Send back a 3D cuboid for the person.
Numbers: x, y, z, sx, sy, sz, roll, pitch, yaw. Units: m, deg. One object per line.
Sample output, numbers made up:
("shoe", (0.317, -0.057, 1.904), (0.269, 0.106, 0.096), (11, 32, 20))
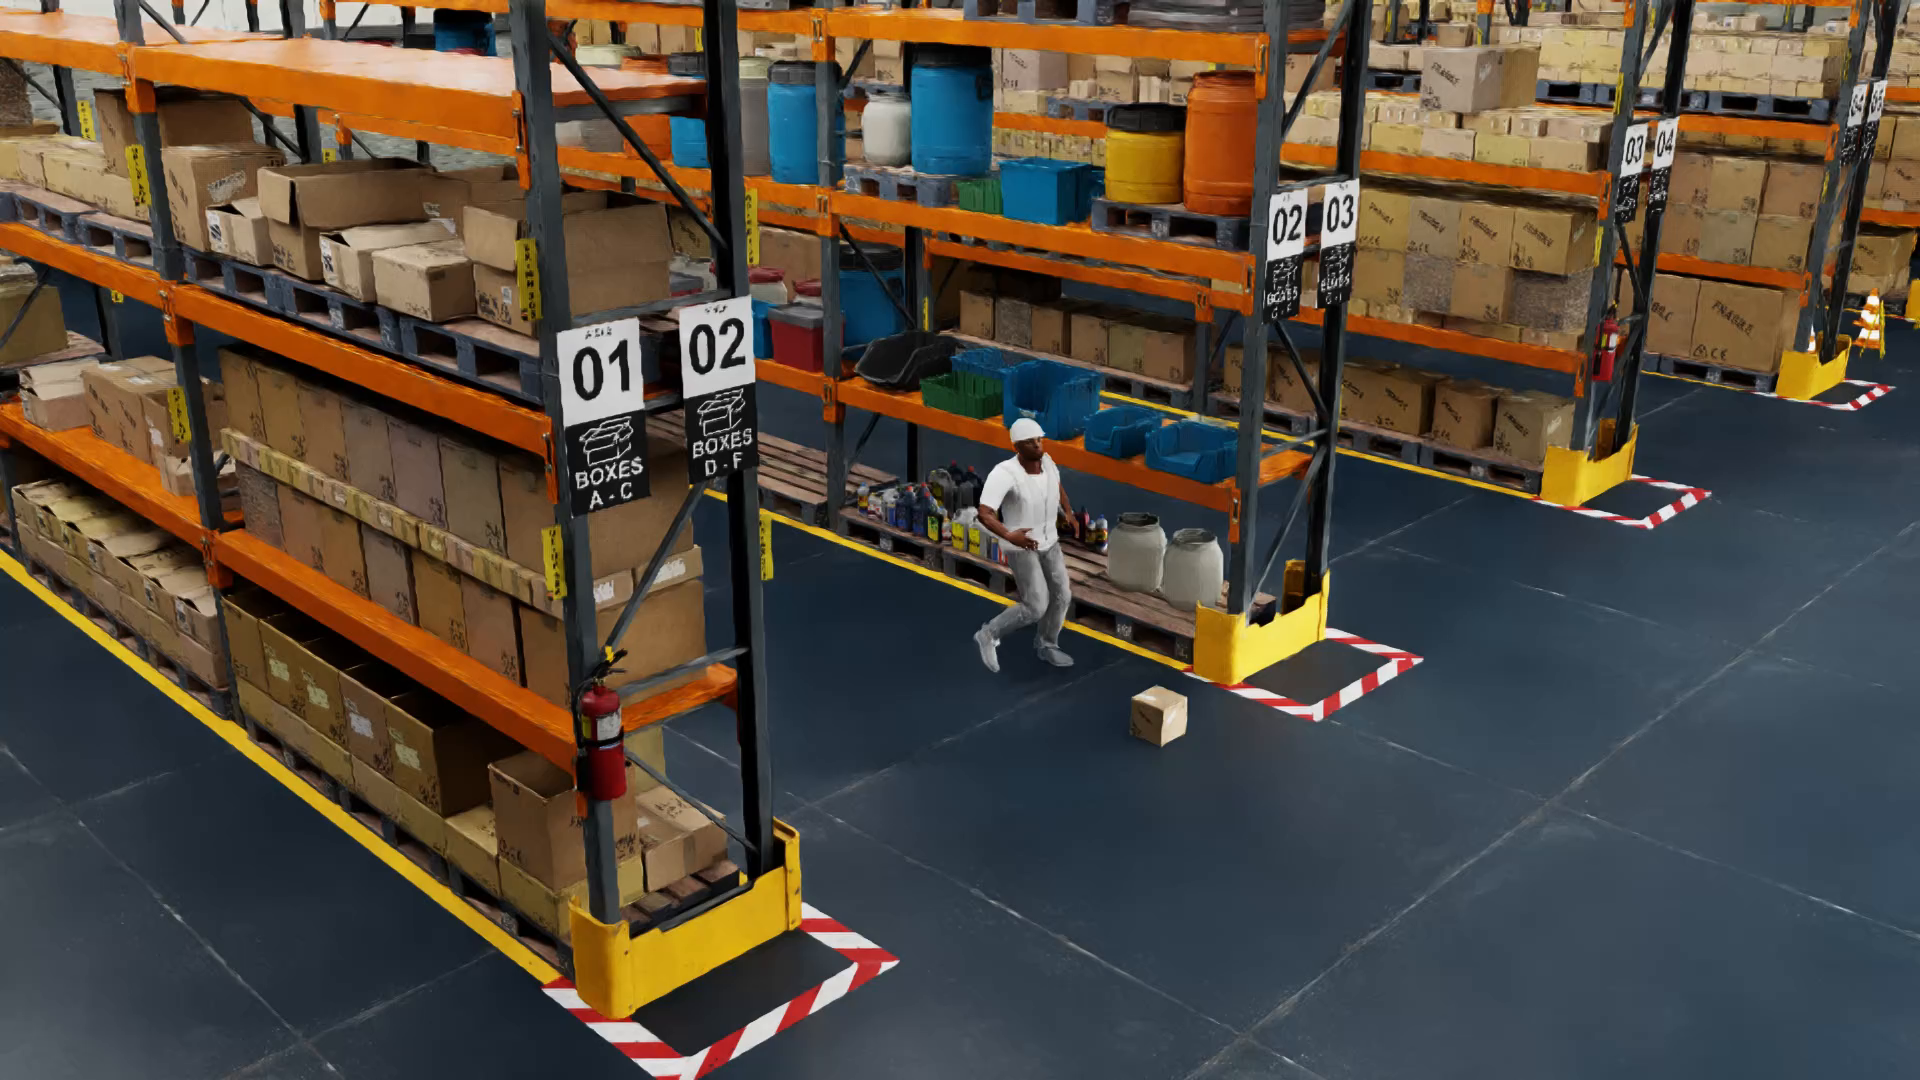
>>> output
("person", (0.492, 0.030, 11.012), (0.501, 1.733, 0.798), (17, 26, 38))
